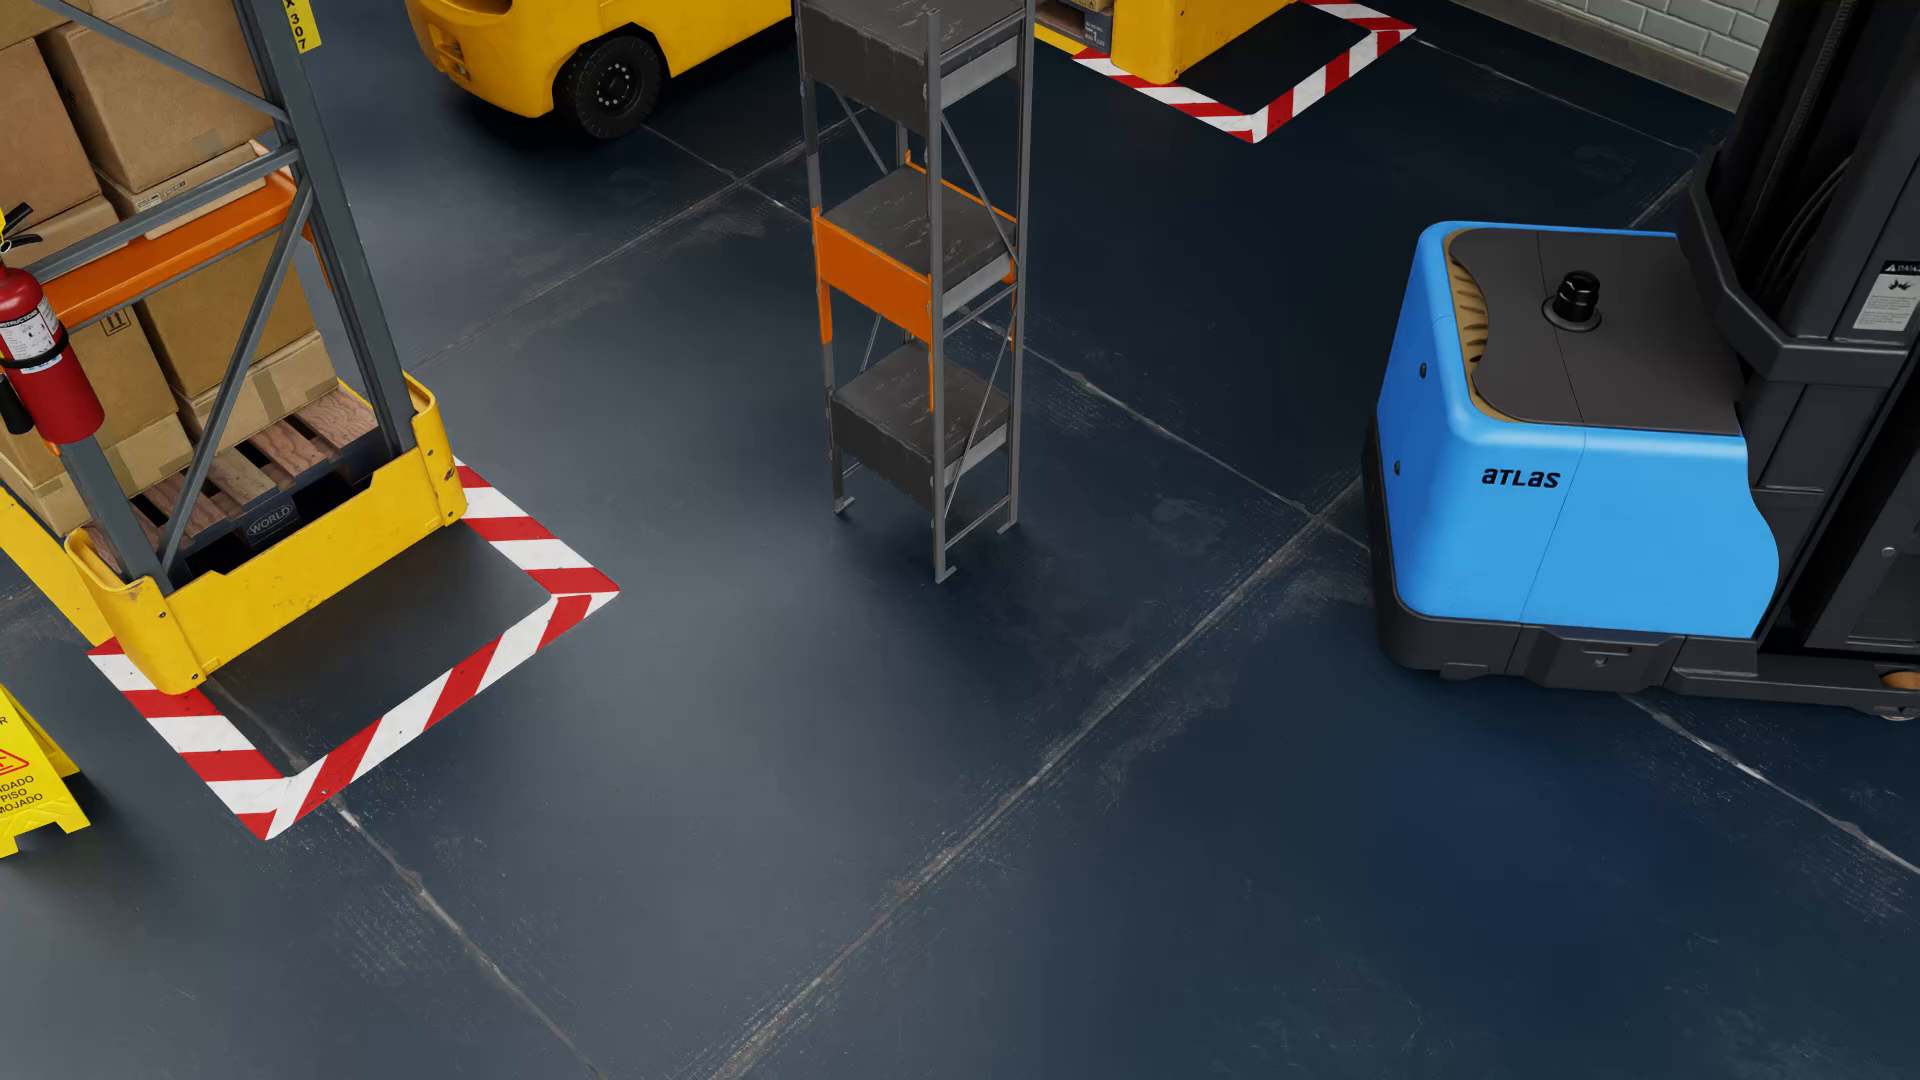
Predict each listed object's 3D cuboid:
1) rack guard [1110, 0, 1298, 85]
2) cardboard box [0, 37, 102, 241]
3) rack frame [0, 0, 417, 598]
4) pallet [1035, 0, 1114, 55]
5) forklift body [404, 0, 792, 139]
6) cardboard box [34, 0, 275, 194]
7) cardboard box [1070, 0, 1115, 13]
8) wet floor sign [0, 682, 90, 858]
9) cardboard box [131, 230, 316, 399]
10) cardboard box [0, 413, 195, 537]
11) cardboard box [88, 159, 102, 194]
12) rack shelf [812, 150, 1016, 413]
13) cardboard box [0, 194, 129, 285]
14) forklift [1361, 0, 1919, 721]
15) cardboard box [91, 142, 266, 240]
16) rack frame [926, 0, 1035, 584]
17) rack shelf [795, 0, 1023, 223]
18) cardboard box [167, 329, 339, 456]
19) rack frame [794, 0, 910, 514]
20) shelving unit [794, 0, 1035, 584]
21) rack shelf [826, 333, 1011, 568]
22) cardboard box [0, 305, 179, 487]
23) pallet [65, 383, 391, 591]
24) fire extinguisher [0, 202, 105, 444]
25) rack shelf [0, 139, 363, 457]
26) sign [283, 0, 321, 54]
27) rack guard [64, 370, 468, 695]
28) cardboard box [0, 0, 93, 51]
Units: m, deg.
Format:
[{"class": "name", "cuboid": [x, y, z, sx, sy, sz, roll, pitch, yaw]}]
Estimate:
[{"class": "rack guard", "cuboid": [1.207, -2.668, 7.912, 0.348, 0.500, 1.175, 34, 55, 28]}, {"class": "cardboard box", "cuboid": [-2.760, -1.131, 4.482, 0.500, 0.500, 0.500, 33, 55, 27]}, {"class": "rack frame", "cuboid": [-2.174, -0.874, 4.513, 0.127, 3.000, 1.000, 34, 55, 28]}, {"class": "pallet", "cuboid": [0.599, -2.936, 8.362, 1.213, 0.211, 1.003, 34, 55, 28]}, {"class": "forklift body", "cuboid": [-1.441, -3.205, 7.284, 1.214, 2.155, 2.313, 34, 55, 28]}, {"class": "cardboard box", "cuboid": [-2.334, -1.393, 4.728, 0.500, 0.500, 0.500, 33, 55, 27]}, {"class": "cardboard box", "cuboid": [0.630, -2.801, 7.920, 0.500, 0.250, 0.500, 34, 56, 28]}, {"class": "wet floor sign", "cuboid": [-2.760, 0.599, 4.745, 0.267, 0.644, 0.232, -21, 50, -18]}, {"class": "cardboard box", "cuboid": [-2.597, -0.892, 5.614, 0.500, 0.500, 0.500, 32, 55, 27]}, {"class": "cardboard box", "cuboid": [-2.968, -0.344, 5.614, 0.500, 0.250, 0.500, 34, 55, 28]}, {"class": "cardboard box", "cuboid": [-2.479, -1.184, 4.977, 0.250, 0.149, 0.380, 35, 56, 28]}, {"class": "rack shelf", "cuboid": [-0.122, -0.791, 5.071, 0.480, 0.518, 0.431, 34, 55, 28]}, {"class": "cardboard box", "cuboid": [-2.594, -0.859, 4.671, 0.250, 0.149, 0.380, 36, 56, 29]}, {"class": "forklift", "cuboid": [2.896, -0.832, 4.521, 3.031, 2.935, 1.130, 4, 47, 4]}, {"class": "cardboard box", "cuboid": [-2.283, -1.067, 4.867, 0.250, 0.149, 0.380, 34, 55, 28]}, {"class": "rack frame", "cuboid": [0.058, -0.680, 4.948, 0.015, 2.100, 0.400, 34, 55, 28]}, {"class": "rack shelf", "cuboid": [-0.122, -1.270, 4.561, 0.480, 0.518, 0.431, 34, 55, 28]}, {"class": "cardboard box", "cuboid": [-2.579, -0.624, 5.876, 0.500, 0.250, 0.500, 33, 55, 27]}, {"class": "rack frame", "cuboid": [-0.301, -0.921, 5.175, 0.015, 2.100, 0.400, 34, 55, 28]}, {"class": "shelving unit", "cuboid": [-0.122, -0.801, 5.061, 0.503, 2.100, 0.431, 34, 55, 28]}, {"class": "rack shelf", "cuboid": [-0.122, -0.312, 5.582, 0.480, 0.518, 0.431, 34, 55, 28]}, {"class": "cardboard box", "cuboid": [-2.940, -0.590, 5.330, 0.500, 0.500, 0.500, 34, 56, 28]}, {"class": "pallet", "cuboid": [-2.803, -0.378, 5.960, 1.213, 0.211, 1.003, 34, 55, 28]}, {"class": "fire extinguisher", "cuboid": [-2.403, -0.544, 4.257, 0.183, 0.674, 0.296, 34, 55, 28]}, {"class": "rack shelf", "cuboid": [-3.644, -1.617, 5.704, 4.000, 0.370, 1.077, 34, 55, 28]}, {"class": "sign", "cuboid": [-1.806, -1.461, 4.471, 0.005, 0.325, 0.100, 34, 55, 28]}, {"class": "rack guard", "cuboid": [-2.230, -0.056, 5.460, 0.348, 0.500, 1.175, 34, 55, 28]}, {"class": "cardboard box", "cuboid": [-2.698, -1.488, 4.131, 0.500, 0.500, 0.700, 33, 55, 27]}]
